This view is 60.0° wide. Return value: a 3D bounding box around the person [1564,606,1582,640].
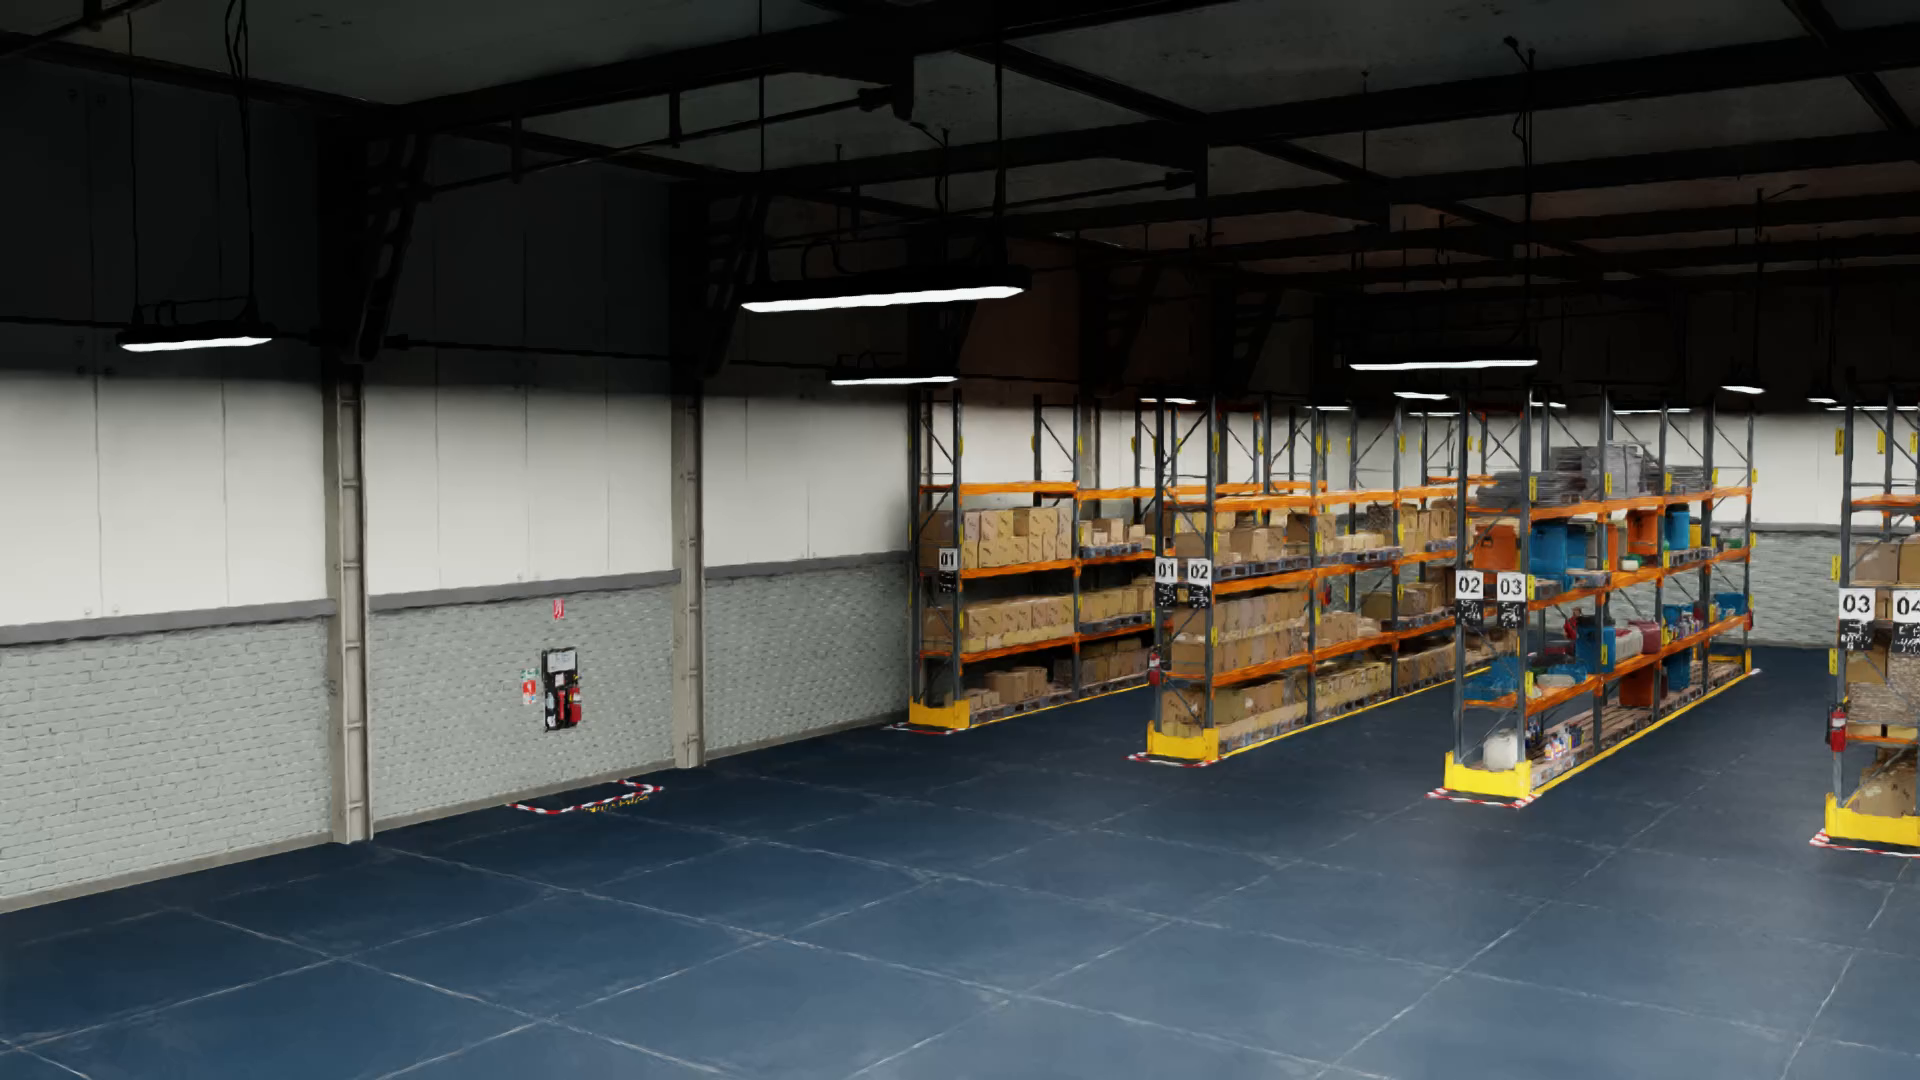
[{"bbox_3d":[12.830,2.184,34.608,0.542,1.631,1.116,3,4,38],"label":"person"}]
